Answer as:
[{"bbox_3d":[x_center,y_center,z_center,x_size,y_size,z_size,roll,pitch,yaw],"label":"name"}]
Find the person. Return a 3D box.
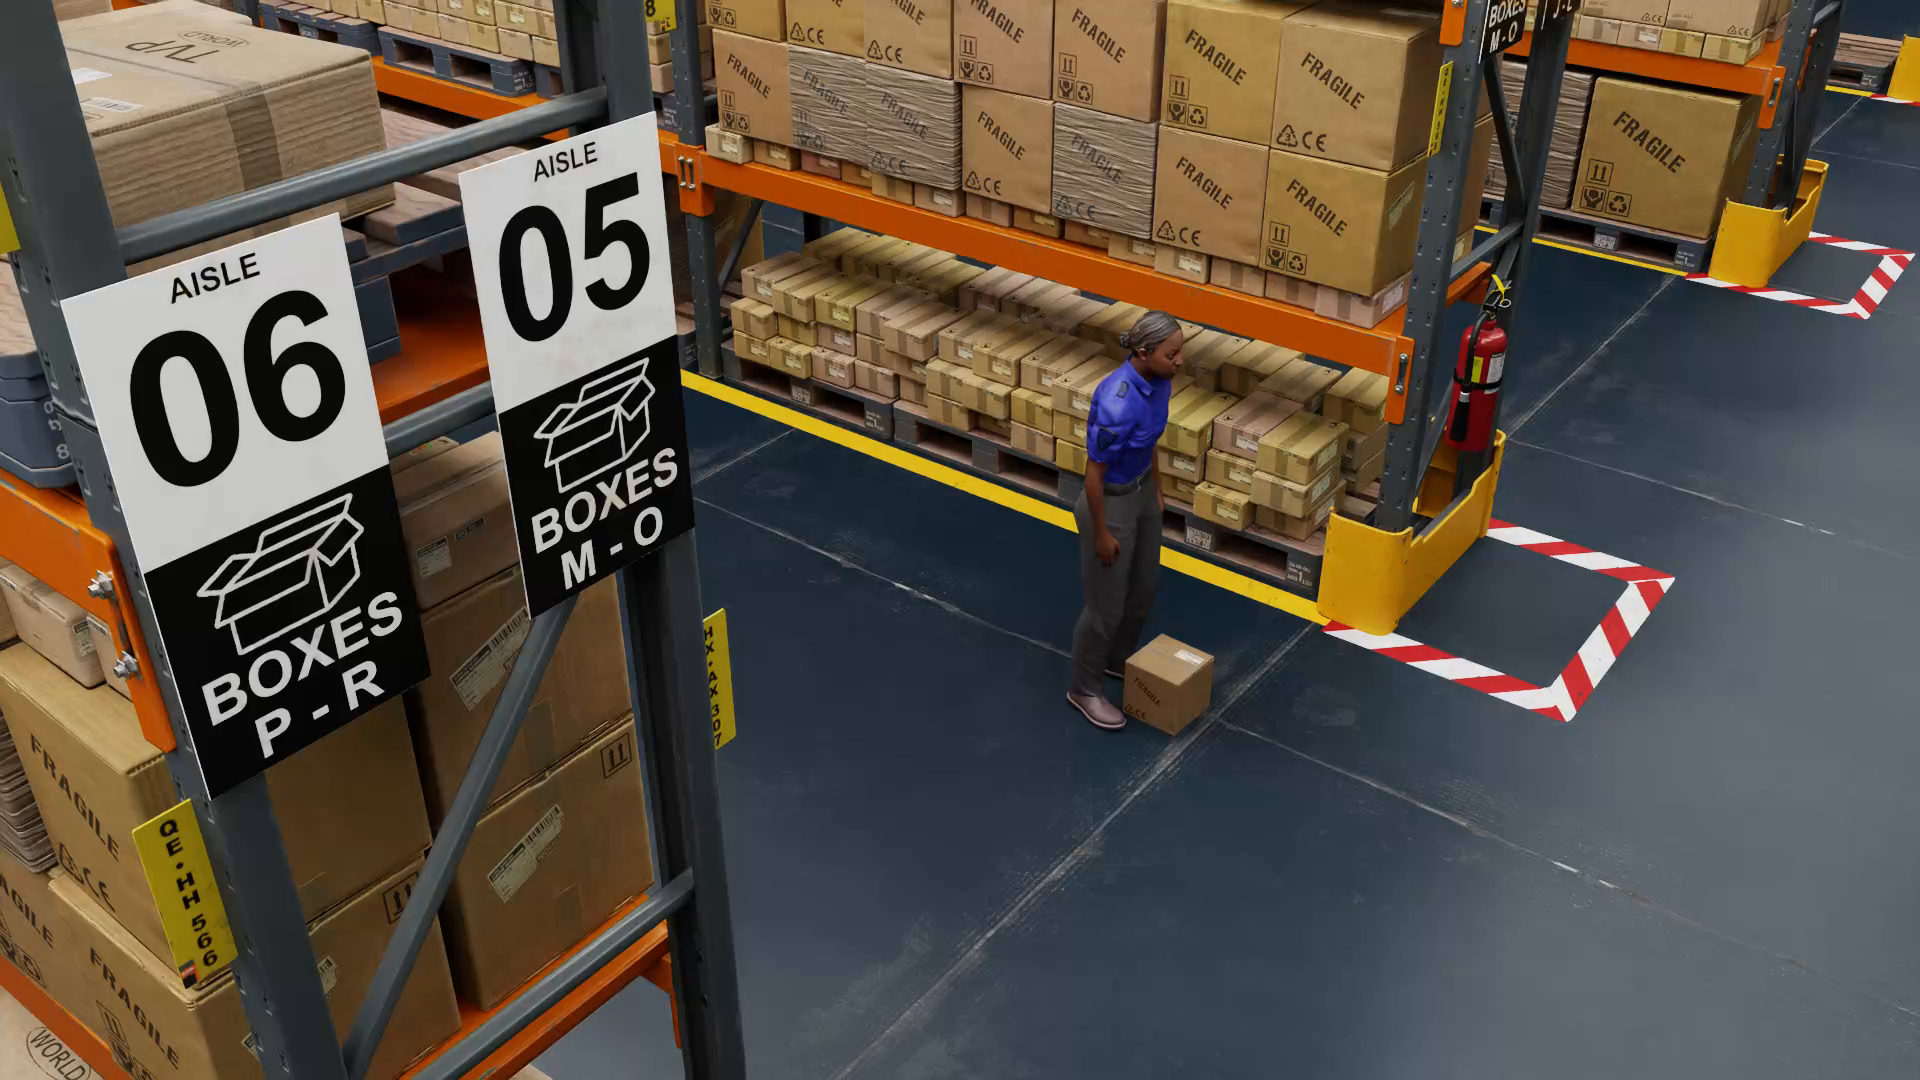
[{"bbox_3d":[0.628,-0.104,6.310,0.351,1.654,0.531,19,36,28],"label":"person"}]
